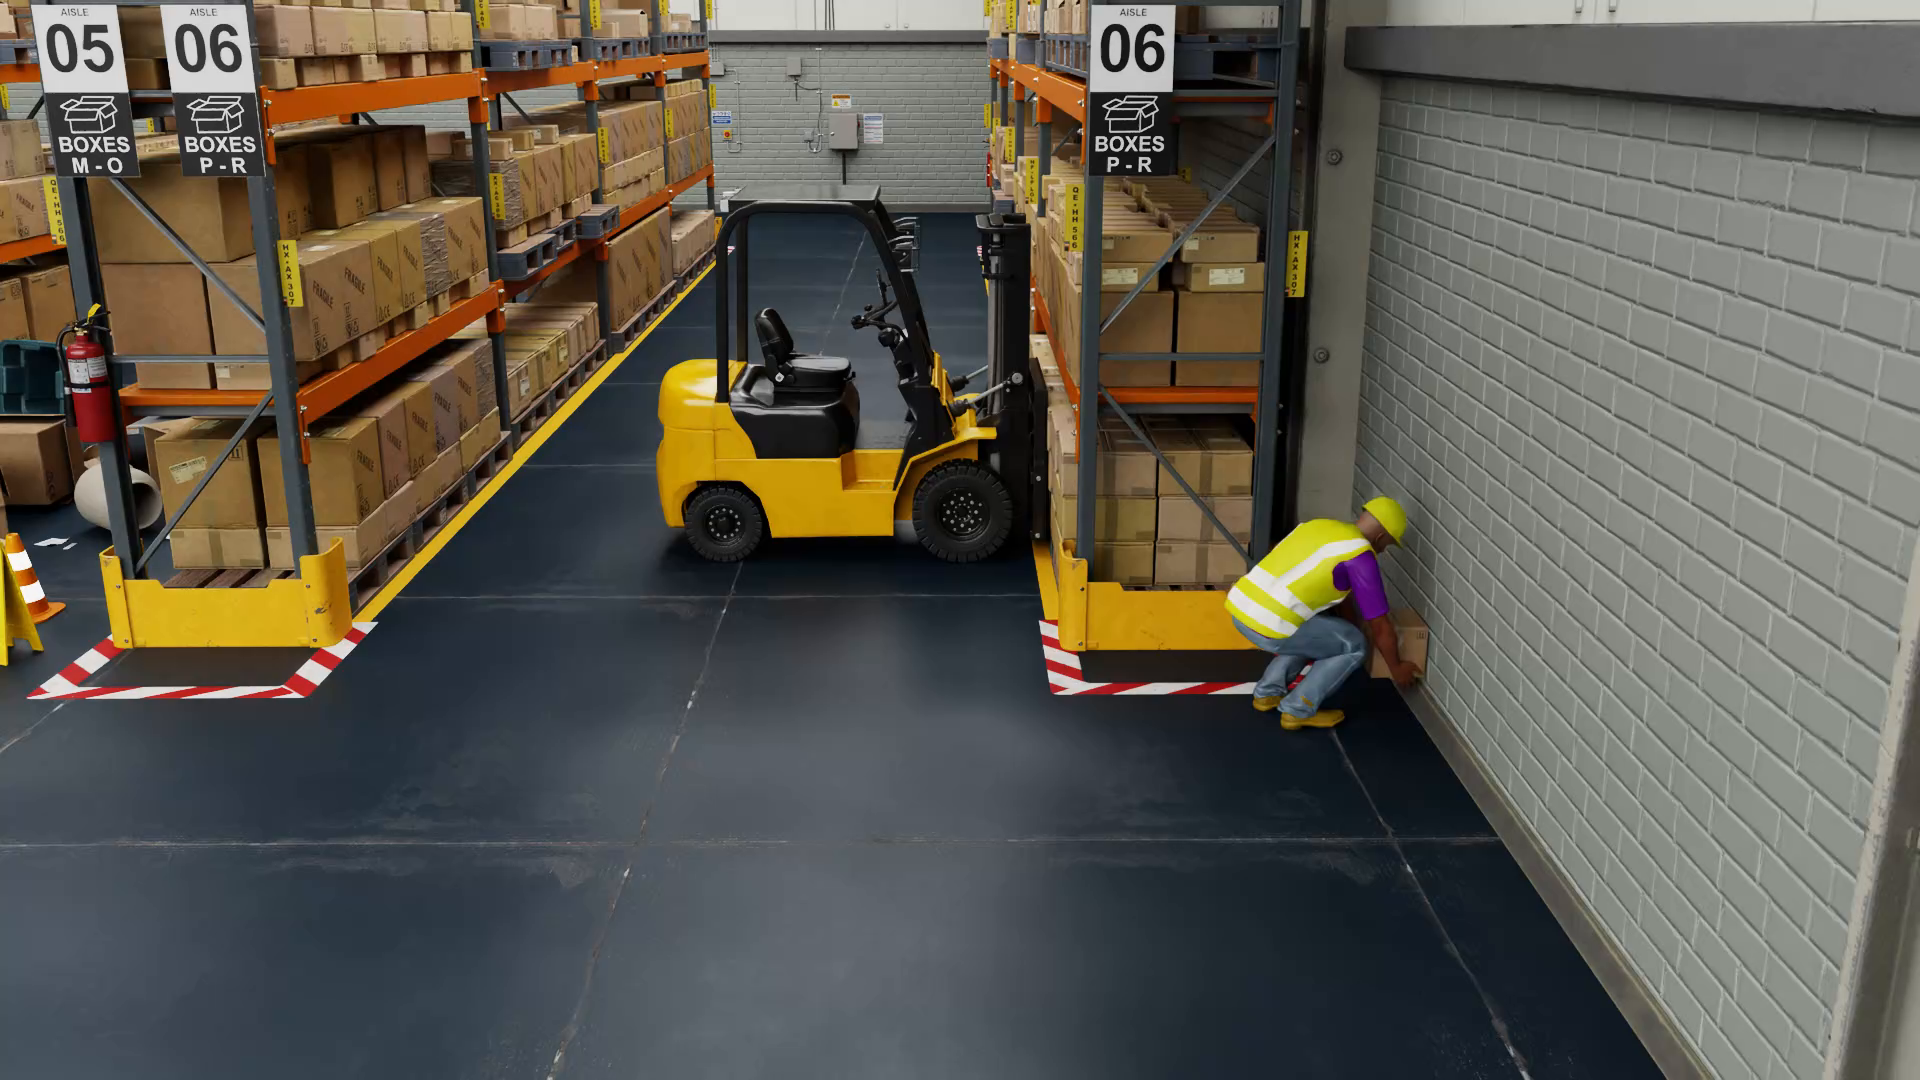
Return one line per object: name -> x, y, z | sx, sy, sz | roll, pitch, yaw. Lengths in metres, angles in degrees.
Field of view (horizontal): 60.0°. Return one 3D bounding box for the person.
person -> 1.666, 0.320, 7.732 | 0.888, 1.027, 0.582 | -4, 17, -12
